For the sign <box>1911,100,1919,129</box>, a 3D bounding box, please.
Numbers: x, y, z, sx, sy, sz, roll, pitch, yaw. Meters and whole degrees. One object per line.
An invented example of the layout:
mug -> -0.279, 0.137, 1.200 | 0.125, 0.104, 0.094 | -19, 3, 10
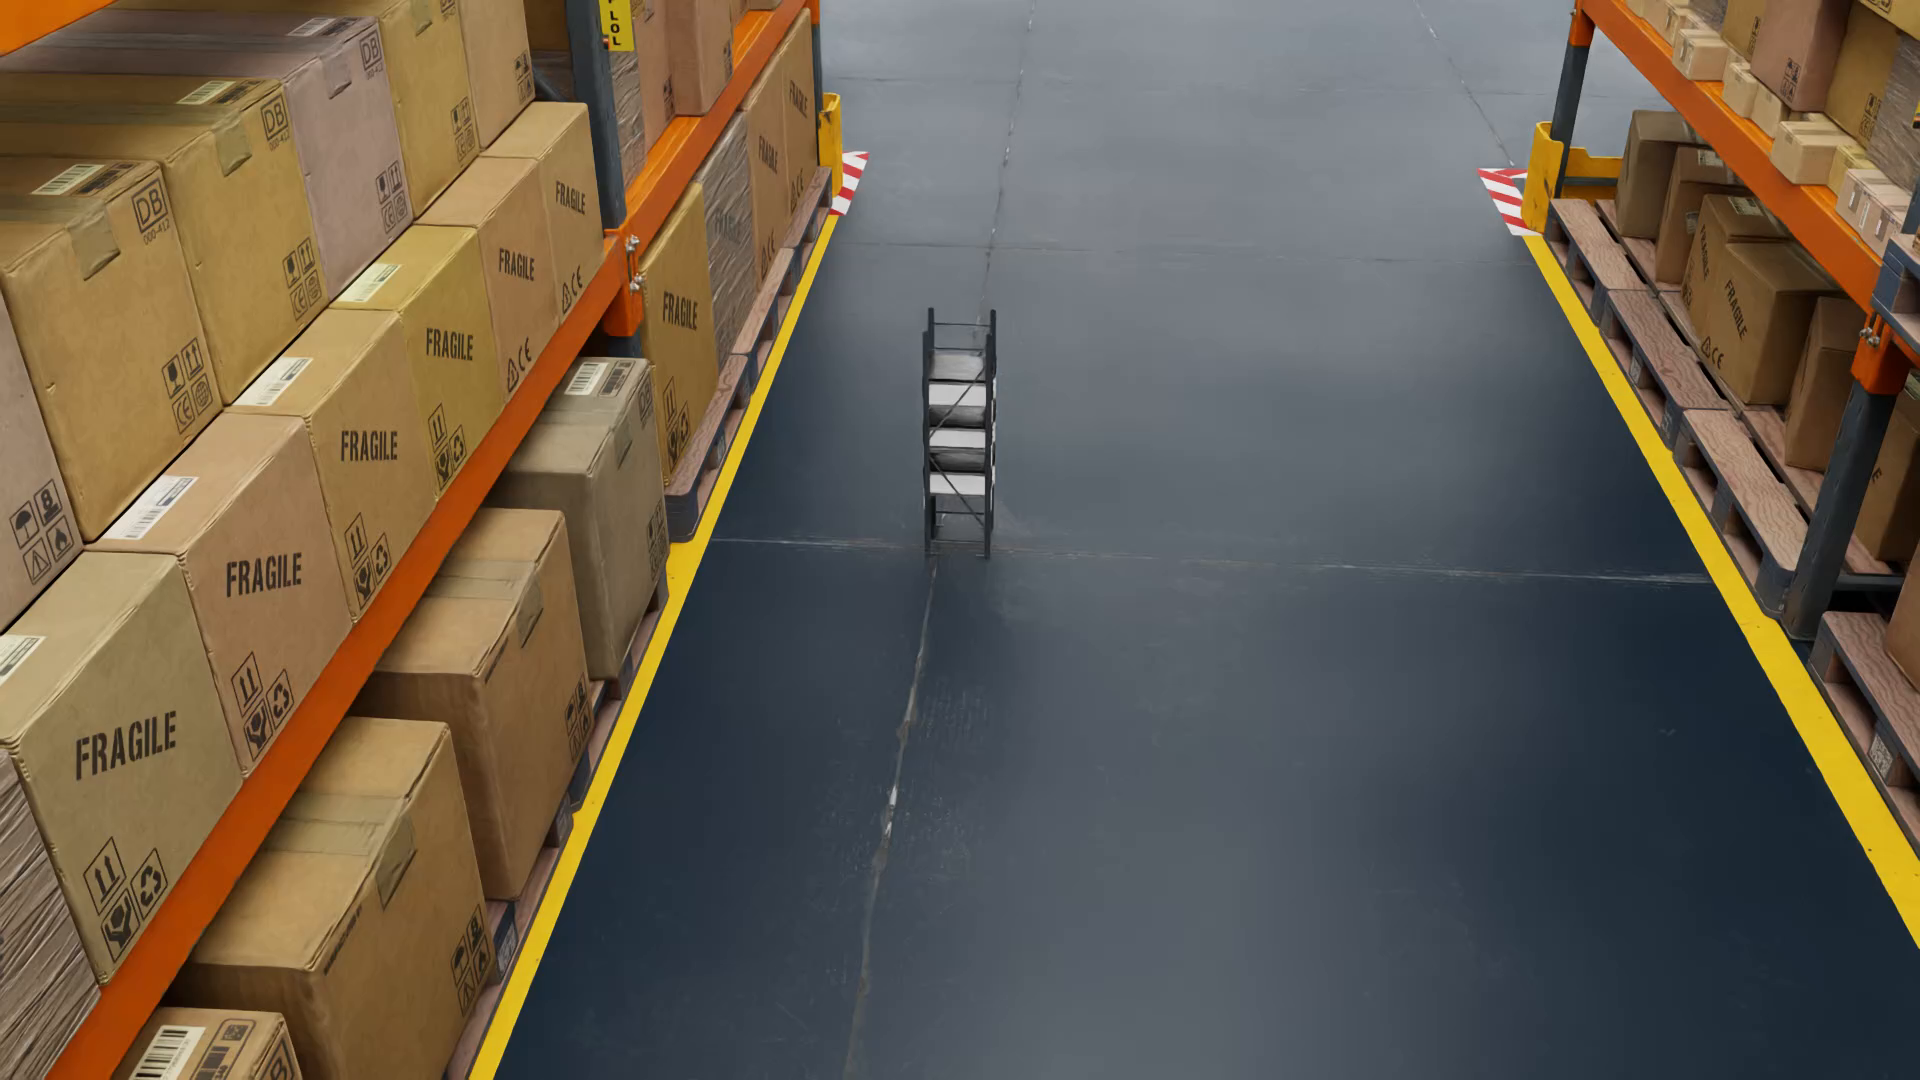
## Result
sign -> 2.800, -1.327, 4.719 | 0.100, 0.325, 0.005 | 2, 32, 4

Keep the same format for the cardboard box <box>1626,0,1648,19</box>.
cardboard box -> 3.332, -2.525, 7.728 | 0.380, 0.149, 0.250 | 2, 32, 4

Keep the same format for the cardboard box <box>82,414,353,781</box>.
cardboard box -> -1.533, 0.092, 3.146 | 0.500, 0.500, 0.500 | 2, 32, 4

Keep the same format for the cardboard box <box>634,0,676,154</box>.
cardboard box -> -1.553, -1.750, 6.088 | 0.875, 0.550, 0.550 | 2, 32, 4

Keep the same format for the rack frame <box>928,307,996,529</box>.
rack frame -> 0.008, -0.432, 6.093 | 0.240, 0.900, 0.006 | 2, 32, 4

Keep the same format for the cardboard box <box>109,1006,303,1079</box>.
cardboard box -> -1.780, 1.352, 2.941 | 1.050, 0.750, 0.750 | 2, 32, 3

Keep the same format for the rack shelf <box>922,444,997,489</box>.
rack shelf -> -0.001, -0.274, 6.072 | 0.258, 0.077, 0.200 | 2, 32, 4

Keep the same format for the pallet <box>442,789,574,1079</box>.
pallet -> -1.678, 1.029, 4.378 | 1.003, 0.211, 1.213 | 2, 32, 4

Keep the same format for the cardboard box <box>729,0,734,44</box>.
cardboard box -> -1.448, -2.309, 6.994 | 0.875, 0.550, 0.500 | 2, 32, 4

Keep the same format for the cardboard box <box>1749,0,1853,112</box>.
cardboard box -> 3.456, -1.867, 6.042 | 0.875, 0.500, 0.500 | 2, 32, 4

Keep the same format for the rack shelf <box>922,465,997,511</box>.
rack shelf -> -0.001, -0.197, 6.119 | 0.258, 0.077, 0.200 | 2, 32, 4

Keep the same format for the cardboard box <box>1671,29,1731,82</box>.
cardboard box -> 3.188, -2.005, 6.884 | 0.380, 0.149, 0.250 | 2, 32, 4

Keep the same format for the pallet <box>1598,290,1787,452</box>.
pallet -> 3.458, -0.745, 7.257 | 1.003, 0.211, 1.213 | 2, 32, 4

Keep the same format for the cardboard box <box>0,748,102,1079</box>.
cardboard box -> -1.613, 0.622, 2.287 | 0.500, 0.500, 0.500 | 3, 32, 5

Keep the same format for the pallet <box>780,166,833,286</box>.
pallet -> -1.255, -1.687, 8.787 | 1.003, 0.211, 1.213 | 2, 32, 4

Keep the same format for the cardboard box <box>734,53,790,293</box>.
cardboard box -> -1.327, -1.752, 7.859 | 0.875, 0.875, 0.875 | 2, 32, 3

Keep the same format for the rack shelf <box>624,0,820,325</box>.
rack shelf -> -1.431, -1.944, 7.231 | 1.077, 0.370, 4.000 | 2, 32, 4

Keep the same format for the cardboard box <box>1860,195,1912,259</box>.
cardboard box -> 3.066, -0.957, 5.184 | 0.380, 0.149, 0.250 | 2, 32, 4

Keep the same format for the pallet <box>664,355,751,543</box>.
pallet -> -1.454, -0.411, 6.716 | 1.003, 0.211, 1.213 | 2, 32, 4

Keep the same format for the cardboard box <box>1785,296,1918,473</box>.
cardboard box -> 3.453, -0.561, 6.284 | 0.500, 0.500, 0.500 | 13, 34, 19

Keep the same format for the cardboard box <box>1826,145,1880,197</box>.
cardboard box -> 3.176, -1.216, 5.603 | 0.380, 0.149, 0.250 | 2, 32, 4

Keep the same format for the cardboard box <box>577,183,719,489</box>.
cardboard box -> -1.472, -0.804, 6.321 | 0.875, 0.875, 0.875 | 3, 32, 5

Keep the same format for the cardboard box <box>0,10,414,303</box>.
cardboard box -> -1.709, -0.879, 3.769 | 0.700, 0.500, 0.500 | 3, 32, 4

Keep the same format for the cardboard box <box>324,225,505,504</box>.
cardboard box -> -1.452, -0.434, 4.000 | 0.500, 0.500, 0.500 | 3, 32, 5

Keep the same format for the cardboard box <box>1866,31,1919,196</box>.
cardboard box -> 3.440, -1.341, 5.189 | 0.875, 0.500, 0.500 | 2, 32, 4

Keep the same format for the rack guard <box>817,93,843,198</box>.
rack guard -> -1.266, -2.244, 9.415 | 1.175, 0.500, 0.348 | 2, 32, 4

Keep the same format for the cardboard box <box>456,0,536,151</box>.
cardboard box -> -1.628, -1.412, 4.635 | 0.700, 0.500, 0.500 | 2, 32, 3

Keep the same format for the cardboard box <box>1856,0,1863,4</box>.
cardboard box -> 3.144, -2.043, 5.374 | 0.500, 0.500, 0.500 | 2, 32, 4

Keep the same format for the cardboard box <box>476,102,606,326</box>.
cardboard box -> -1.369, -0.962, 4.857 | 0.500, 0.500, 0.500 | 2, 32, 4

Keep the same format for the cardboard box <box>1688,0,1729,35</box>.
cardboard box -> 3.591, -2.388, 6.886 | 0.875, 0.500, 0.500 | 2, 32, 4

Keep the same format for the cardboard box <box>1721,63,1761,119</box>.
cardboard box -> 3.203, -1.741, 6.456 | 0.380, 0.149, 0.250 | 2, 32, 4

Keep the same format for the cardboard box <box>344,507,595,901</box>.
cardboard box -> -1.637, 0.408, 4.474 | 1.050, 0.750, 0.750 | 2, 32, 4

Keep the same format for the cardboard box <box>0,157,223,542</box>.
cardboard box -> -1.793, -0.348, 2.907 | 0.700, 0.500, 0.500 | 2, 32, 3

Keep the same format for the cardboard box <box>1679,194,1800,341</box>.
cardboard box -> 3.516, -1.179, 7.287 | 0.500, 0.500, 0.500 | 5, 32, 9

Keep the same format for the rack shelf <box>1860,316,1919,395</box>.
rack shelf -> 3.179, 0.413, 3.407 | 1.077, 0.370, 4.000 | 2, 32, 4

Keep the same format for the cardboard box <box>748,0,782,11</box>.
cardboard box -> -1.276, -2.875, 7.913 | 0.875, 0.550, 0.550 | 2, 32, 4

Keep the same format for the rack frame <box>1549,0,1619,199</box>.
rack frame -> 3.668, -3.031, 8.309 | 1.000, 3.000, 0.127 | 2, 32, 4

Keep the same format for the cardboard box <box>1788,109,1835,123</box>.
cardboard box -> 3.238, -1.476, 6.026 | 0.380, 0.149, 0.250 | 2, 32, 4

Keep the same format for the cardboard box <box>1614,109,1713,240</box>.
cardboard box -> 3.600, -1.820, 8.326 | 0.500, 0.500, 0.500 | 8, 33, 13

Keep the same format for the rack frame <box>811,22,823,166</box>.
rack frame -> -1.268, -3.296, 8.739 | 1.000, 3.000, 0.127 | 2, 32, 4

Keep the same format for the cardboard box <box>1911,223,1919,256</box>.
cardboard box -> 3.138, -0.964, 3.983 | 1.000, 1.000, 1.000 | 3, 32, 4

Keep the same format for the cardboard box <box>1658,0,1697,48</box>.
cardboard box -> 3.305, -2.263, 7.303 | 0.380, 0.149, 0.250 | 2, 32, 4

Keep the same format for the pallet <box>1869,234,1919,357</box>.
pallet -> 3.135, -0.464, 4.327 | 1.003, 0.211, 1.213 | 2, 32, 4

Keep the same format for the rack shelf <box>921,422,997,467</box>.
rack shelf -> -0.001, -0.350, 6.025 | 0.258, 0.077, 0.200 | 2, 32, 4

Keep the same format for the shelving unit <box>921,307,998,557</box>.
shelving unit -> -0.001, -0.379, 6.007 | 0.258, 0.900, 0.210 | 2, 32, 4
